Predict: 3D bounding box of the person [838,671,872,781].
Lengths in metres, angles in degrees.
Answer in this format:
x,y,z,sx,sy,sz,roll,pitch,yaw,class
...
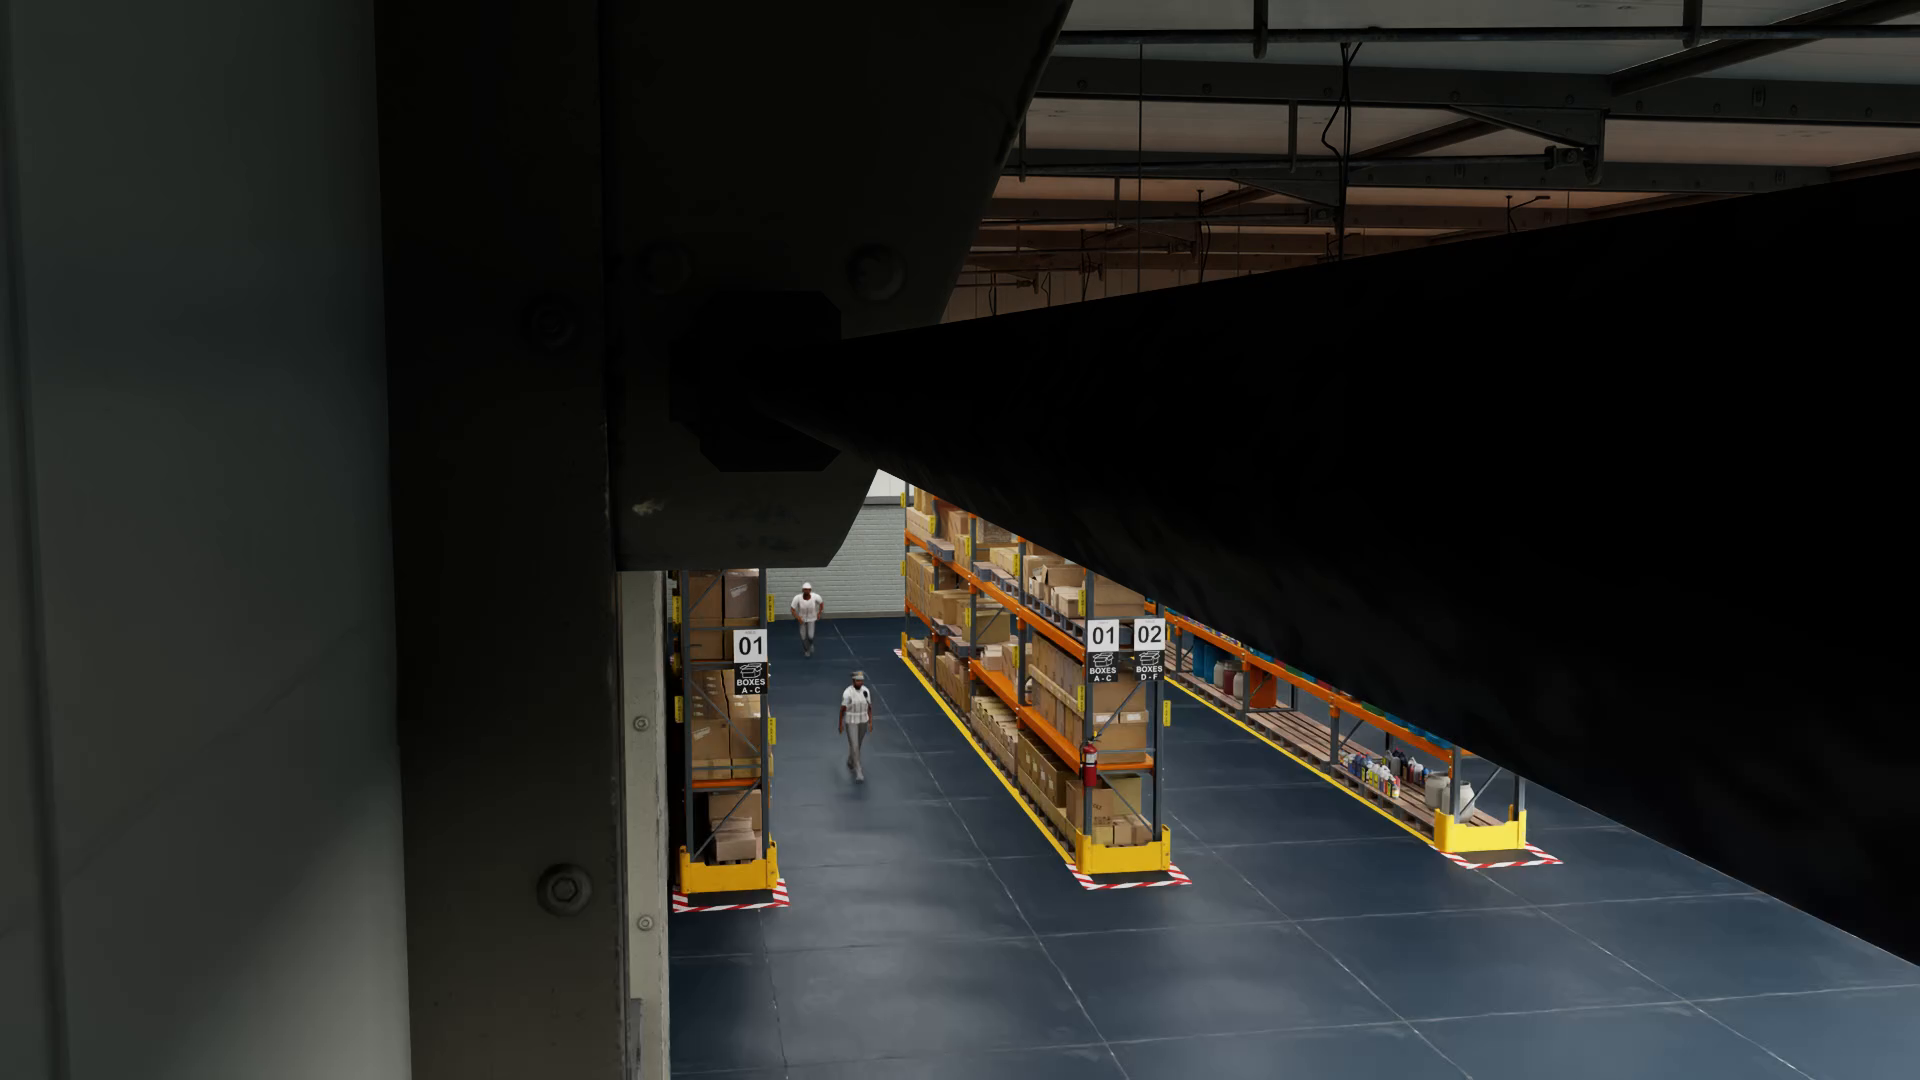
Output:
x,y,z,sx,sy,sz,roll,pitch,yaw,class
-1.585,2.828,25.732,0.493,1.632,0.941,-4,7,-34,person

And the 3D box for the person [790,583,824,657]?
x,y,z,sx,sy,sz,roll,pitch,yaw,class
-3.334,1.743,36.272,0.702,1.668,0.696,0,6,0,person
